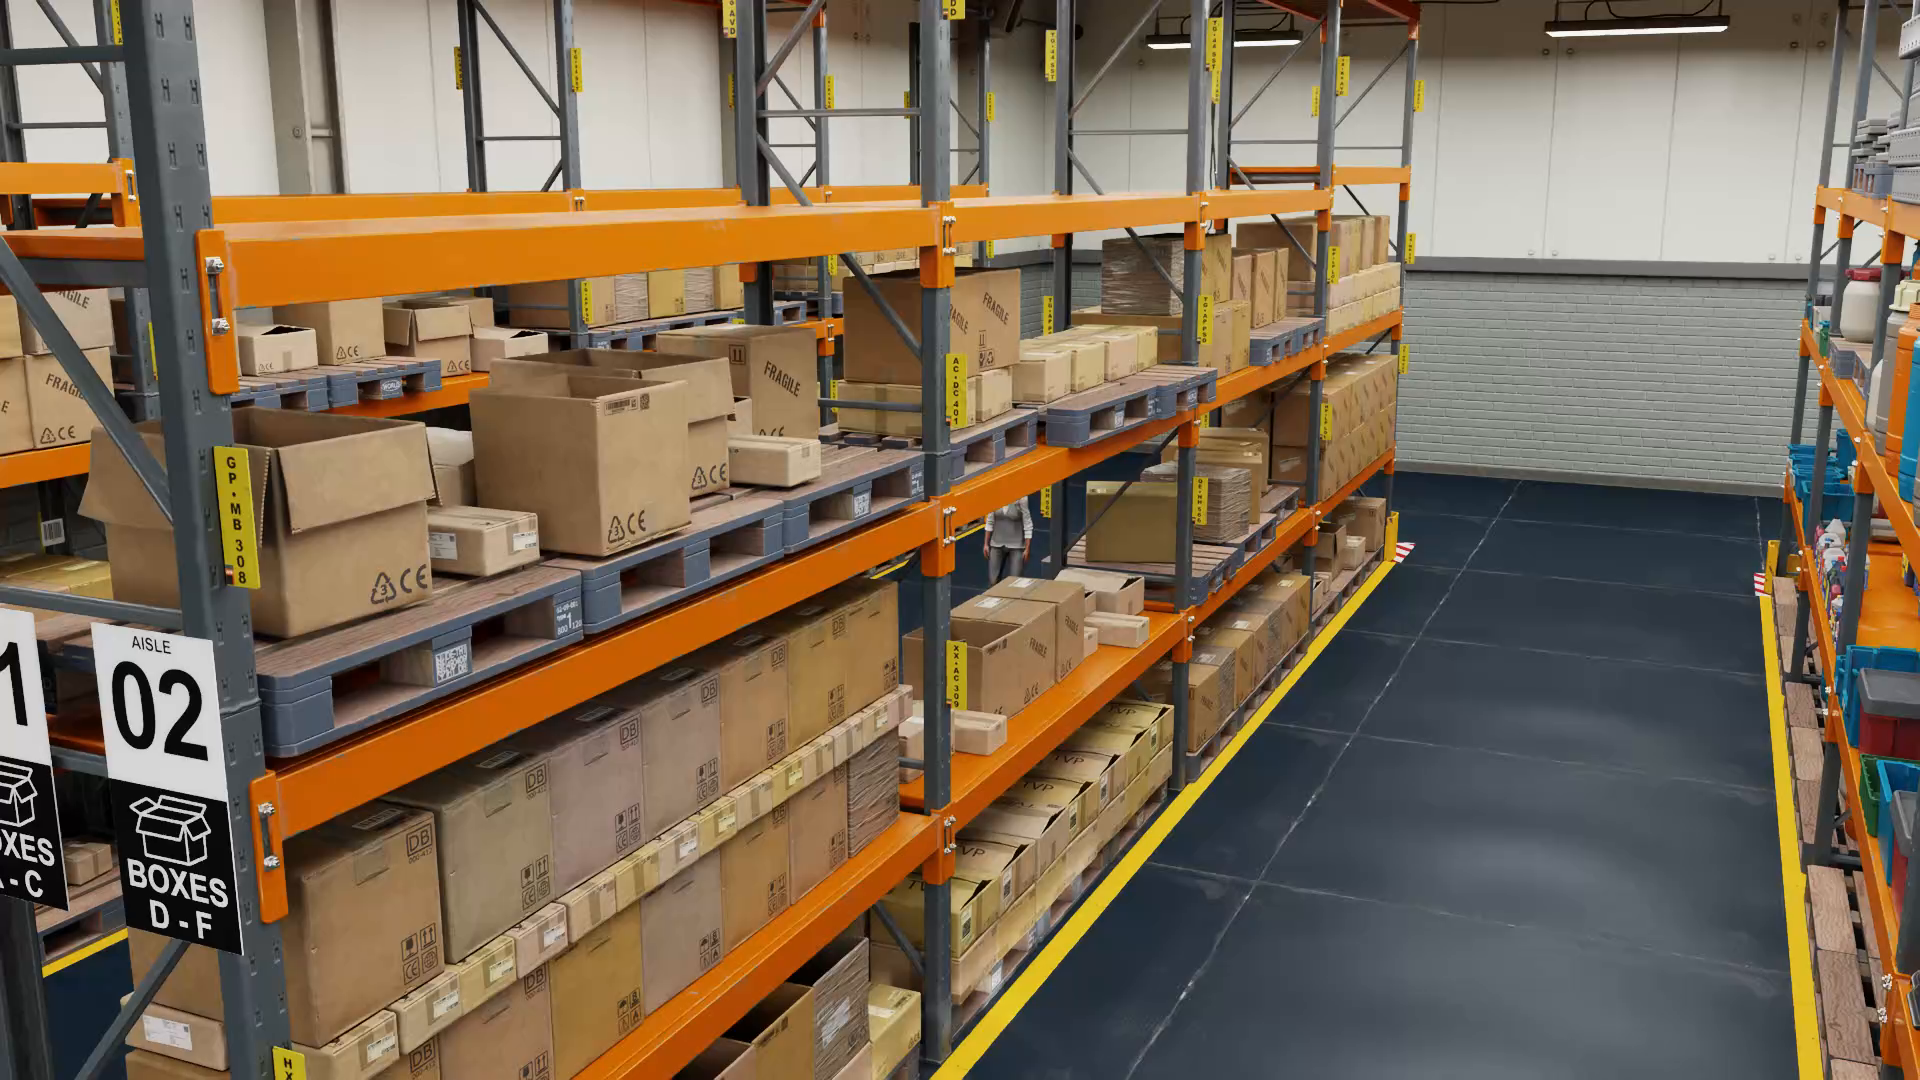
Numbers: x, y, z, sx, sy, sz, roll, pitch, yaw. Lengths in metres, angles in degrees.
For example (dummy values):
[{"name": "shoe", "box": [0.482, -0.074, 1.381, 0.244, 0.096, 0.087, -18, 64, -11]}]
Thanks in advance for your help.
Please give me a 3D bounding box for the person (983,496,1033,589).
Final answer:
[{"name": "person", "box": [0.446, 0.086, 15.604, 0.479, 1.593, 0.345, 5, 13, 21]}]
